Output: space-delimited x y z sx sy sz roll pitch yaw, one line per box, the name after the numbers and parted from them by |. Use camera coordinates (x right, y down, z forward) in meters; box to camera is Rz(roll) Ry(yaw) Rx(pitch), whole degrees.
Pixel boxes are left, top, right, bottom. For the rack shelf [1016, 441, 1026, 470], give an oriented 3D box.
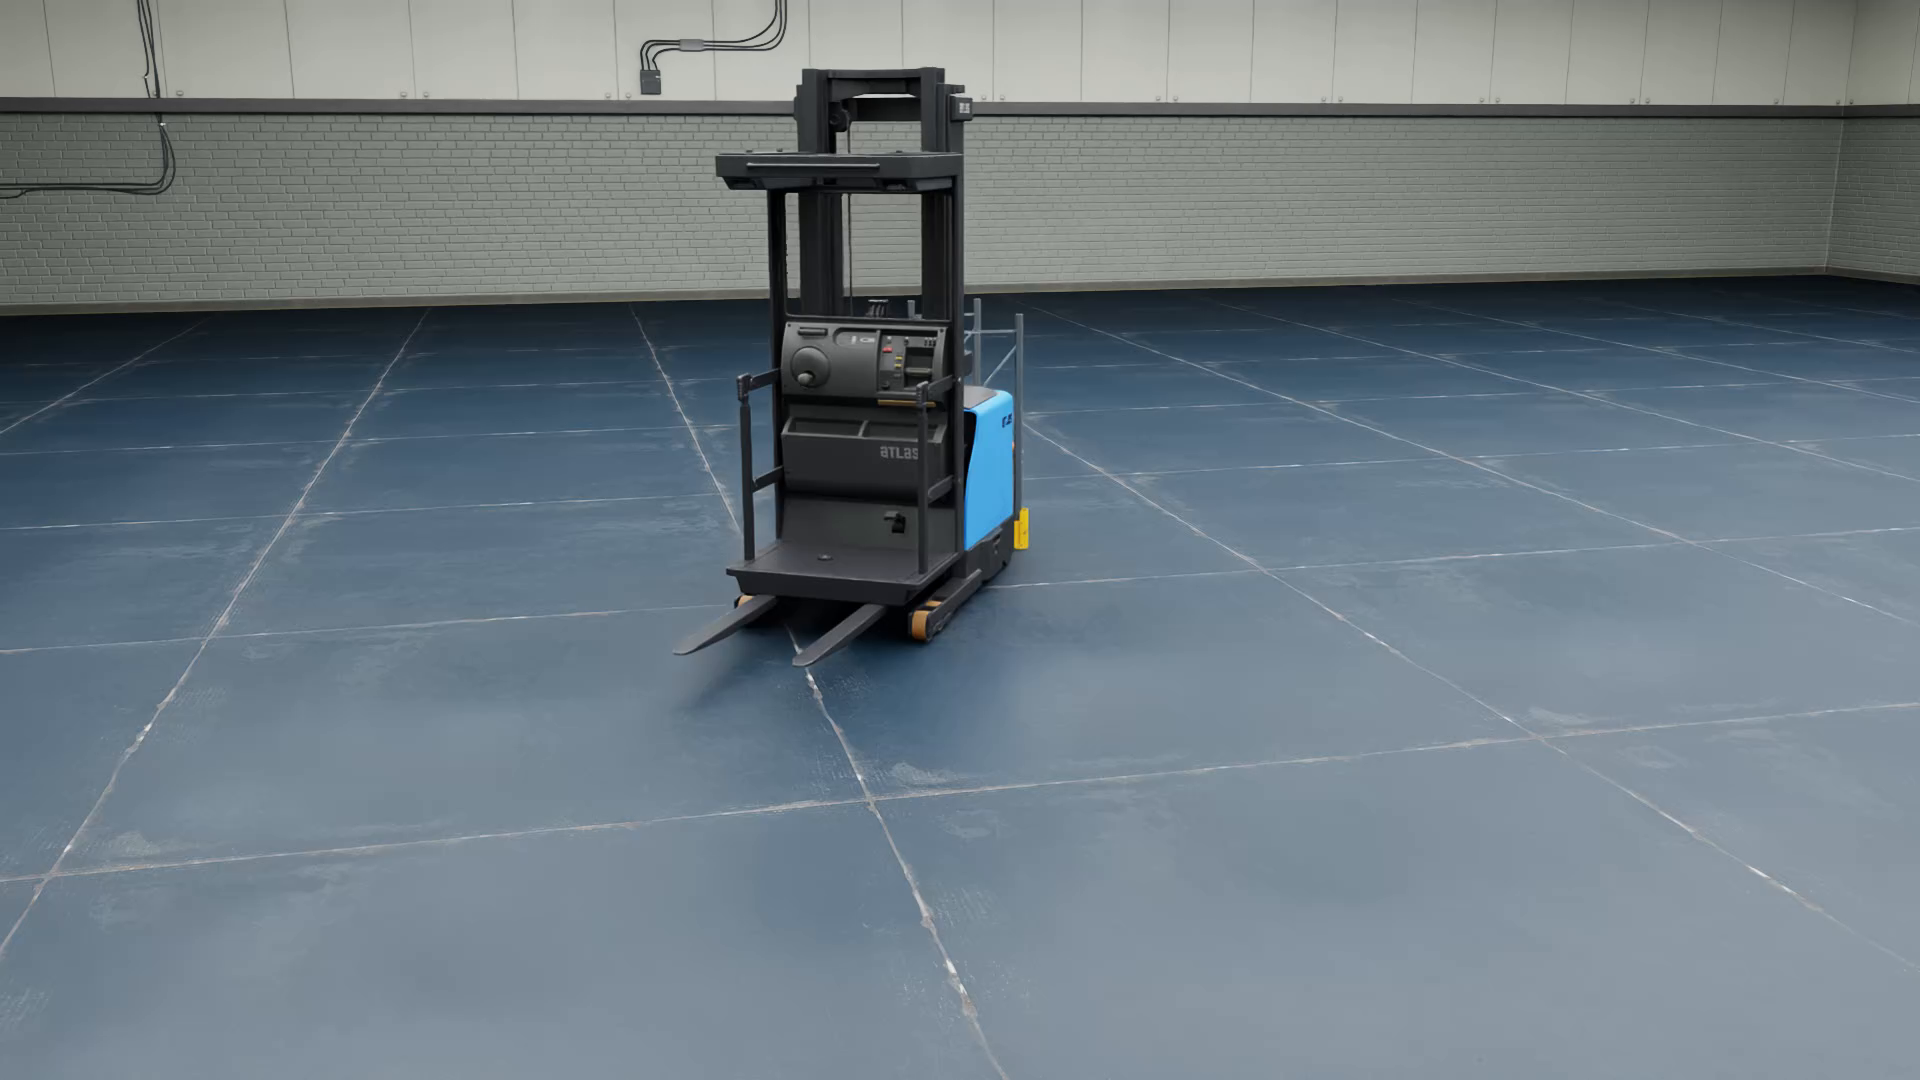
0.041 -0.629 11.098 0.538 0.185 1.000 -4 14 -14 | rack shelf

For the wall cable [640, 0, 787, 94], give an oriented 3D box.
-3.815 -9.893 25.295 2.305 6.003 0.169 -3 14 -13 | wall cable

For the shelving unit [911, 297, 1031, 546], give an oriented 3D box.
0.043 -0.801 11.047 0.587 1.500 1.083 -4 14 -14 | shelving unit

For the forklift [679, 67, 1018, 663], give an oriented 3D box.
-0.564 -1.013 8.896 1.130 2.935 3.031 4 14 17 | forklift

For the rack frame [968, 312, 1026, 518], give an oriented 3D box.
0.170 -0.687 10.578 0.500 1.500 0.032 -4 14 -14 | rack frame

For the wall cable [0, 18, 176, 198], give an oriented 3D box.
-13.047 -6.207 23.916 3.097 2.526 0.112 -3 14 -13 | wall cable

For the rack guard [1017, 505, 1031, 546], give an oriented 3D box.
0.170 -0.080 10.727 0.587 0.250 0.087 -4 14 -14 | rack guard

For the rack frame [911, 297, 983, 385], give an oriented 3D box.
-0.088 -0.920 11.533 0.500 1.500 0.032 -4 14 -14 | rack frame

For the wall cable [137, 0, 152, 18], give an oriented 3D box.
-10.417 -8.811 23.934 3.097 2.526 0.112 -3 14 -13 | wall cable
